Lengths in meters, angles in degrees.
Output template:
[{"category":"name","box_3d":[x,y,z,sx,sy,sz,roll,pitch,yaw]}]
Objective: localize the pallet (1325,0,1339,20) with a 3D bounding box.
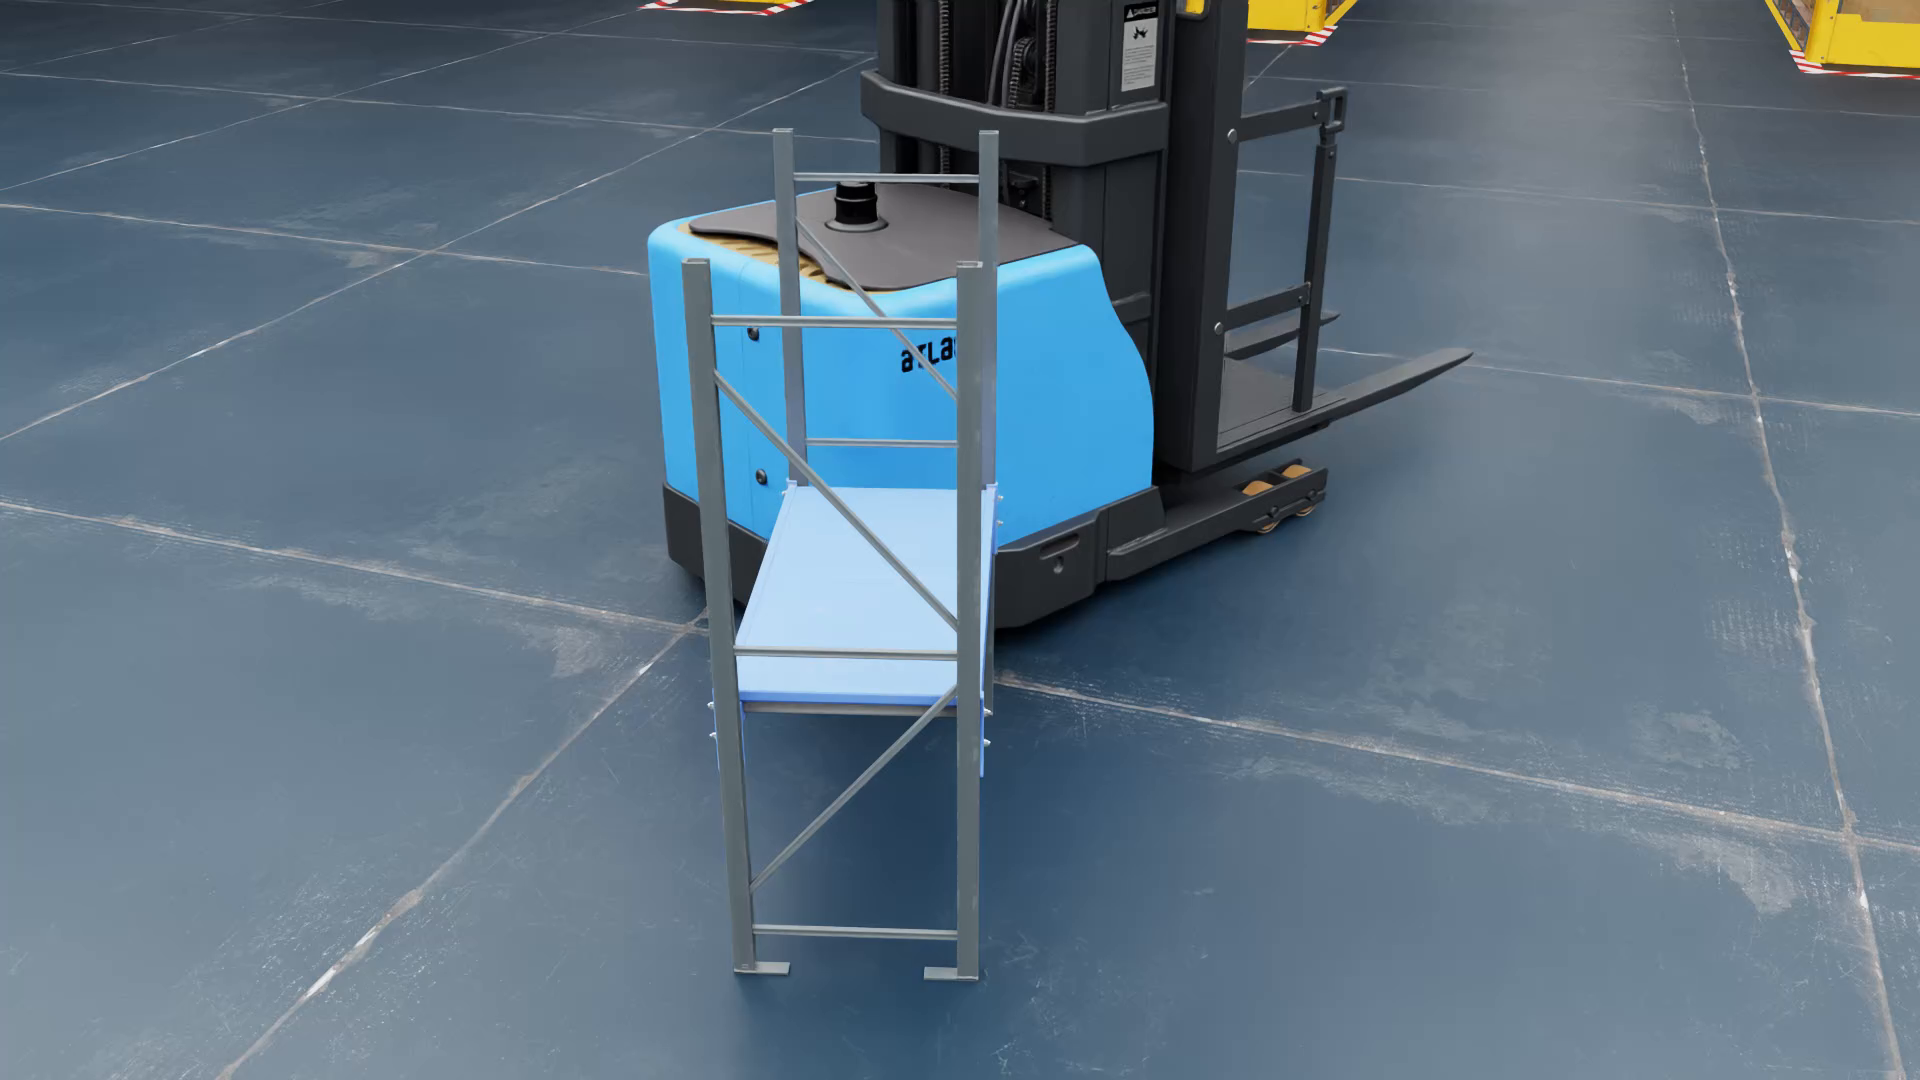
[{"category":"pallet","box_3d":[2.881,-4.918,15.164,1.003,0.211,1.213,9,27,17]}]

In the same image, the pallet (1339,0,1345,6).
[{"category":"pallet","box_3d":[3.288,-5.417,16.196,1.003,0.211,1.213,9,27,17]}]

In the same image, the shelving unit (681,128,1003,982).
[{"category":"shelving unit","box_3d":[-0.188,-0.008,3.545,0.538,1.500,1.048,1,26,2]}]

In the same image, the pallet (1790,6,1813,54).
[{"category":"pallet","box_3d":[7.388,-4.137,13.552,1.003,0.211,1.213,9,27,17]}]

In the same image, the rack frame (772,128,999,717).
[{"category":"rack frame","box_3d":[-0.164,-0.229,4.002,0.500,1.500,0.032,1,26,2]}]

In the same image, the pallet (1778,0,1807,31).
[{"category":"pallet","box_3d":[7.795,-4.636,14.584,1.003,0.211,1.213,9,27,17]}]

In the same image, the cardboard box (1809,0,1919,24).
[{"category":"cardboard box","box_3d":[7.359,-4.573,13.209,0.875,0.875,0.875,9,27,18]}]

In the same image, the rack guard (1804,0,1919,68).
[{"category":"rack guard","box_3d":[7.187,-3.917,12.766,1.175,0.500,0.348,9,27,17]}]

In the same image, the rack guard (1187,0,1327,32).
[{"category":"rack guard","box_3d":[2.577,-4.719,14.423,1.175,0.500,0.348,9,27,17]}]

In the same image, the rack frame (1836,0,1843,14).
[{"category":"rack frame","box_3d":[7.195,-5.052,12.242,1.000,3.000,0.127,9,27,17]}]

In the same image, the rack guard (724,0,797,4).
[{"category":"rack guard","box_3d":[-2.138,-5.444,15.920,1.175,0.500,0.348,9,27,17]}]

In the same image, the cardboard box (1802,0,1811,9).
[{"category":"cardboard box","box_3d":[7.650,-4.935,13.956,0.875,0.875,0.875,8,27,17]}]

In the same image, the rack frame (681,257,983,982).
[{"category":"rack frame","box_3d":[-0.212,0.214,3.088,0.500,1.500,0.032,1,26,2]}]

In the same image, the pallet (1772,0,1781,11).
[{"category":"pallet","box_3d":[8.200,-5.139,15.623,1.003,0.211,1.213,9,27,17]}]

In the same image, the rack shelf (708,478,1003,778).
[{"category":"rack shelf","box_3d":[-0.188,0.154,3.623,0.538,0.185,1.000,1,26,2]}]

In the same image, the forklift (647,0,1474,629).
[{"category":"forklift","box_3d":[0.559,-1.492,4.968,3.031,2.935,1.130,-21,33,-37]}]
